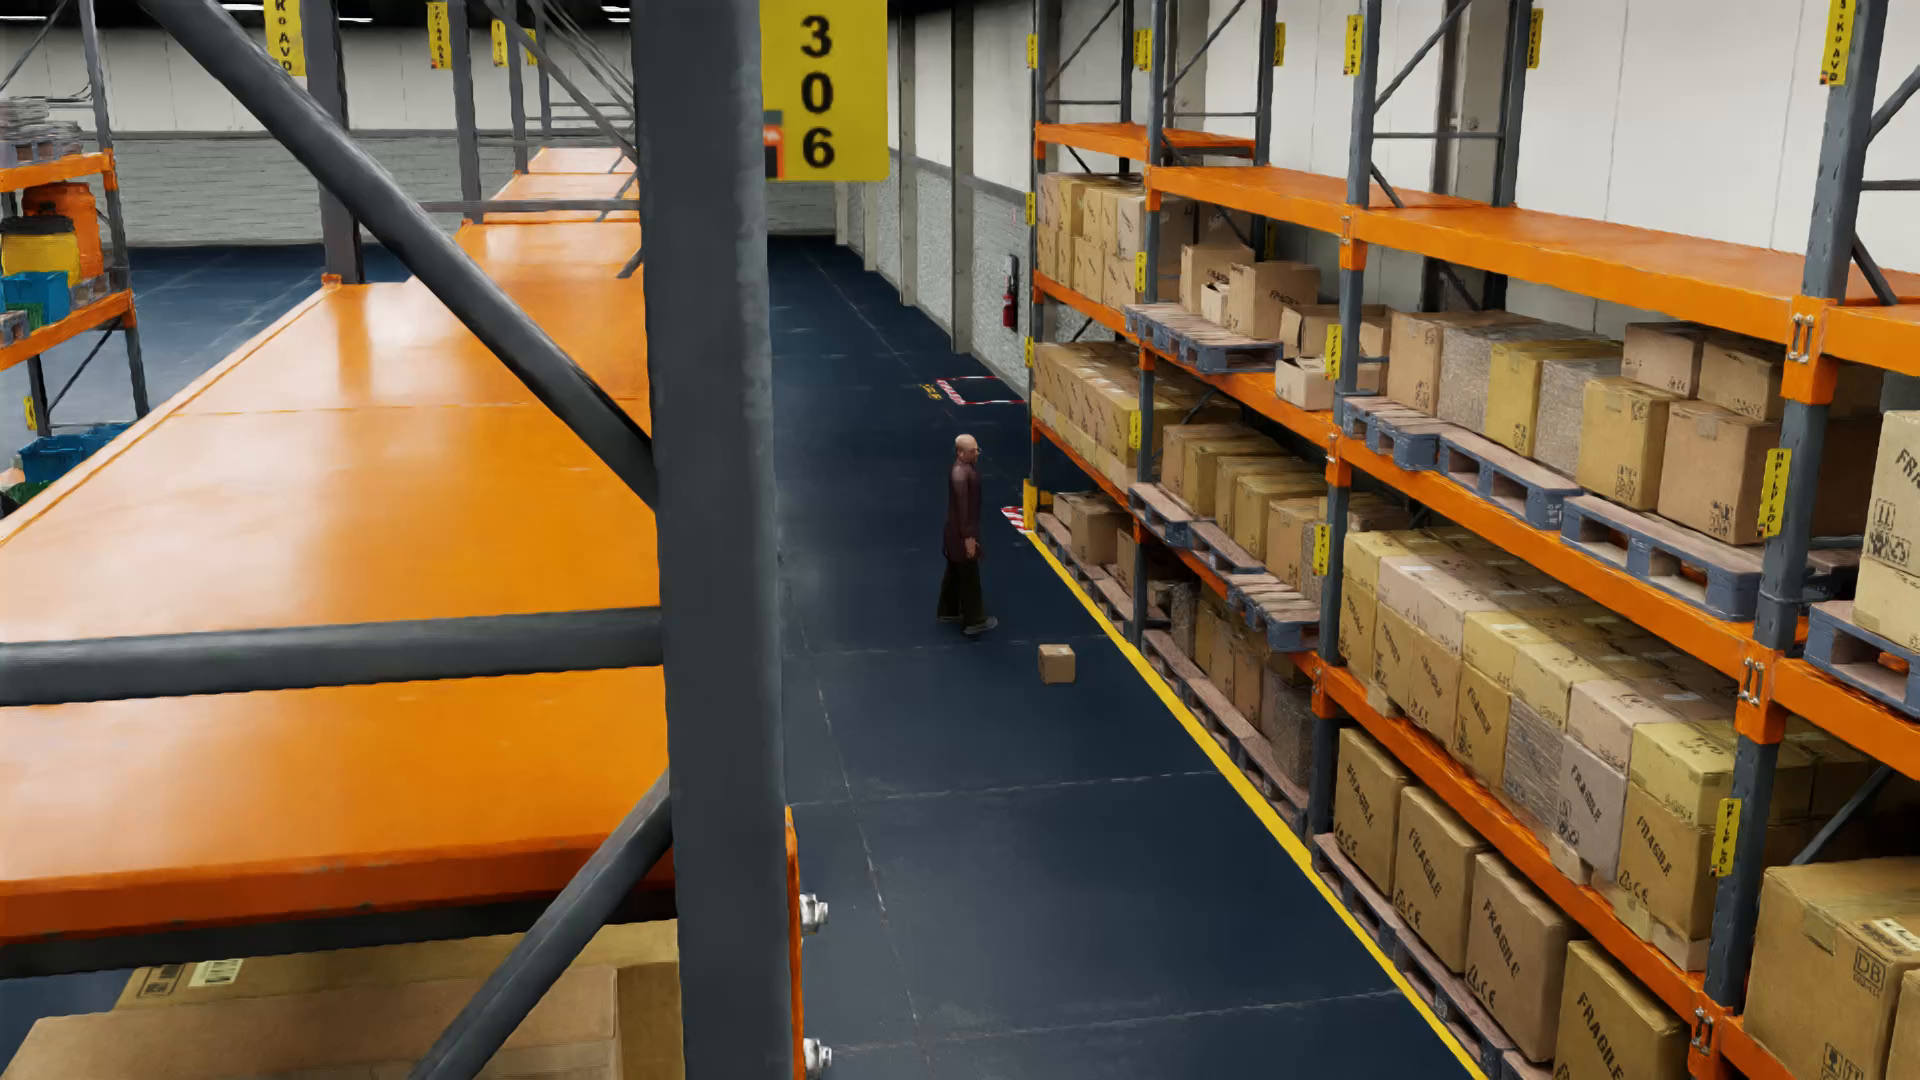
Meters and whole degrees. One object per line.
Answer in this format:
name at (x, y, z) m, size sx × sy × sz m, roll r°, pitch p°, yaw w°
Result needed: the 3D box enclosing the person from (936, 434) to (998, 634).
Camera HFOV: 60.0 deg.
person at (0.062, -0.065, 14.704) m, size 0.566 × 1.788 × 0.663 m, roll 0°, pitch 16°, yaw 0°
